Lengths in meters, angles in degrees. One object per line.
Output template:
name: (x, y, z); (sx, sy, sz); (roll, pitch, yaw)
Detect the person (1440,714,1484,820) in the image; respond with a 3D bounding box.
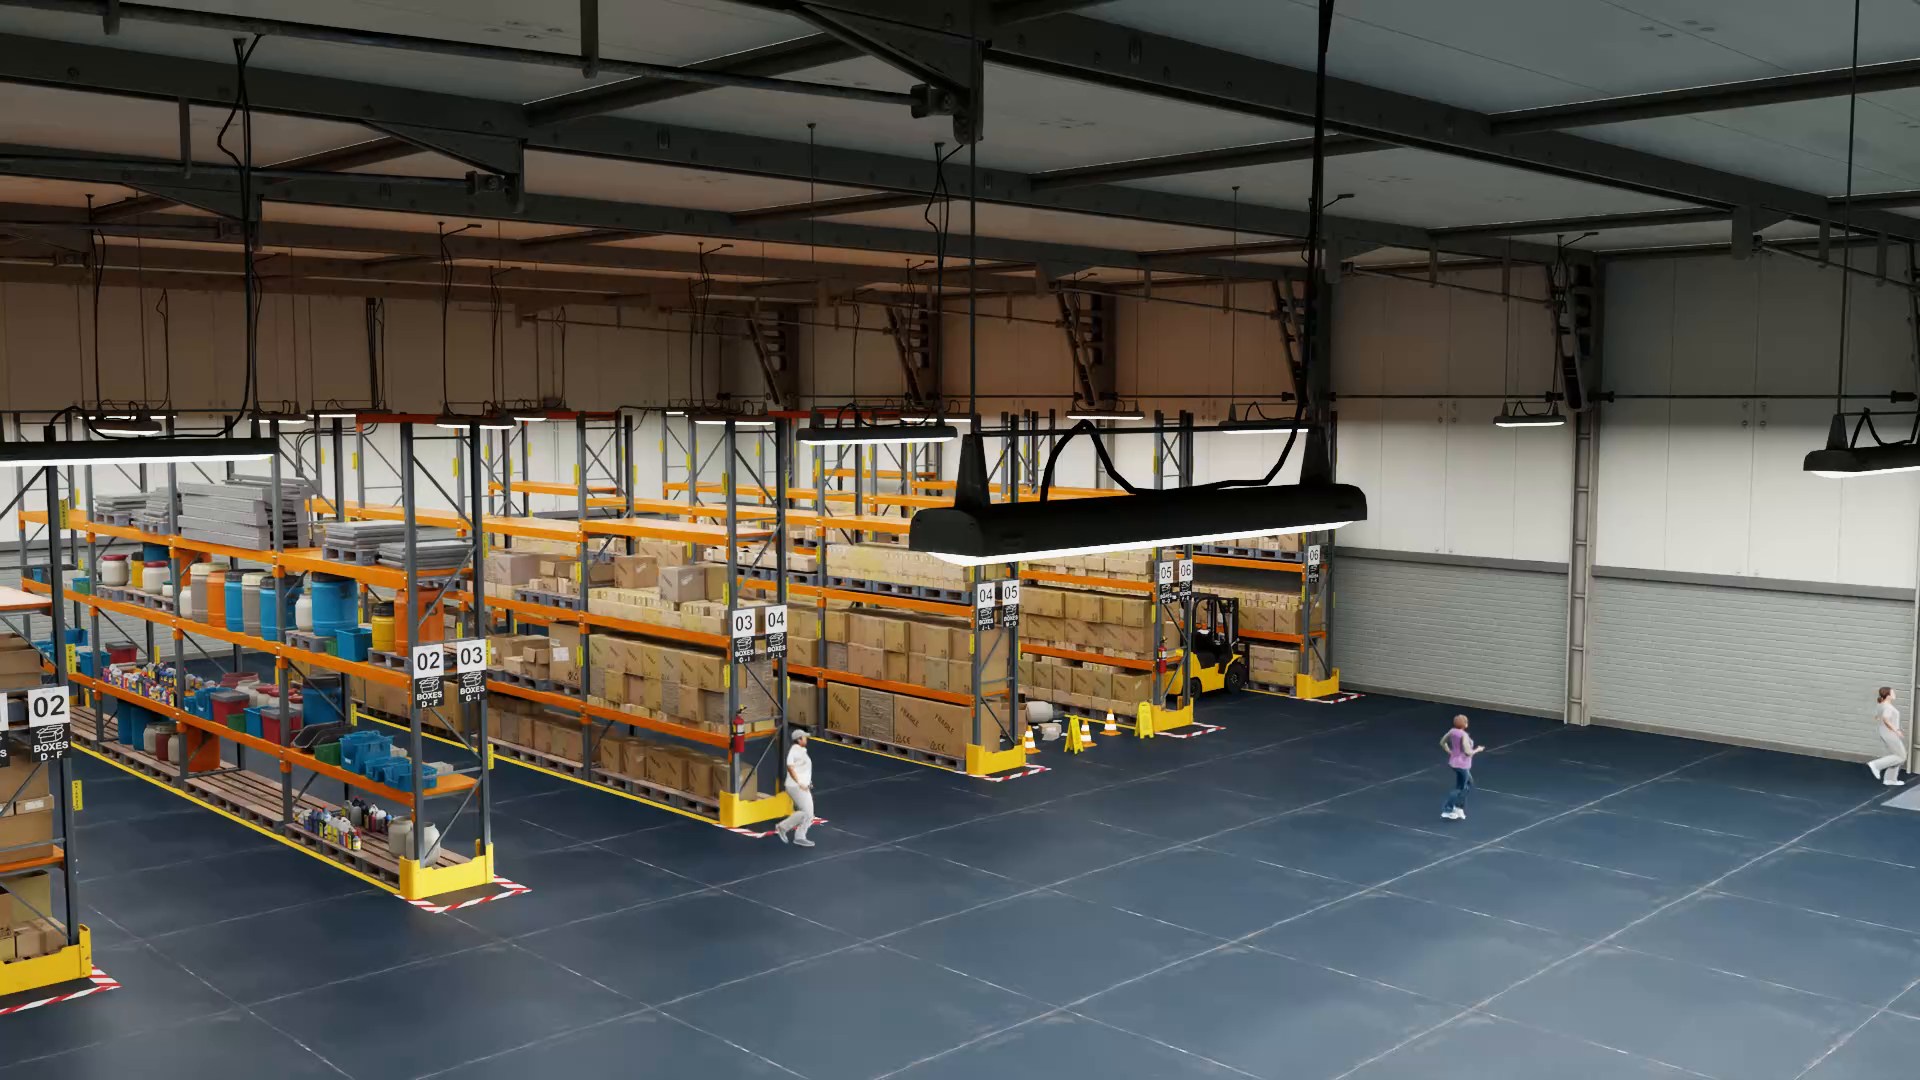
person: (7.468, 3.389, 24.749); (0.635, 1.614, 0.514); (-1, 5, -7)

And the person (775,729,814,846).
person: (-2.342, 3.491, 23.550); (0.547, 1.622, 0.667); (-1, 5, -6)

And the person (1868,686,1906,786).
person: (15.050, 3.200, 27.001); (0.572, 1.571, 0.534); (1, 5, 11)
